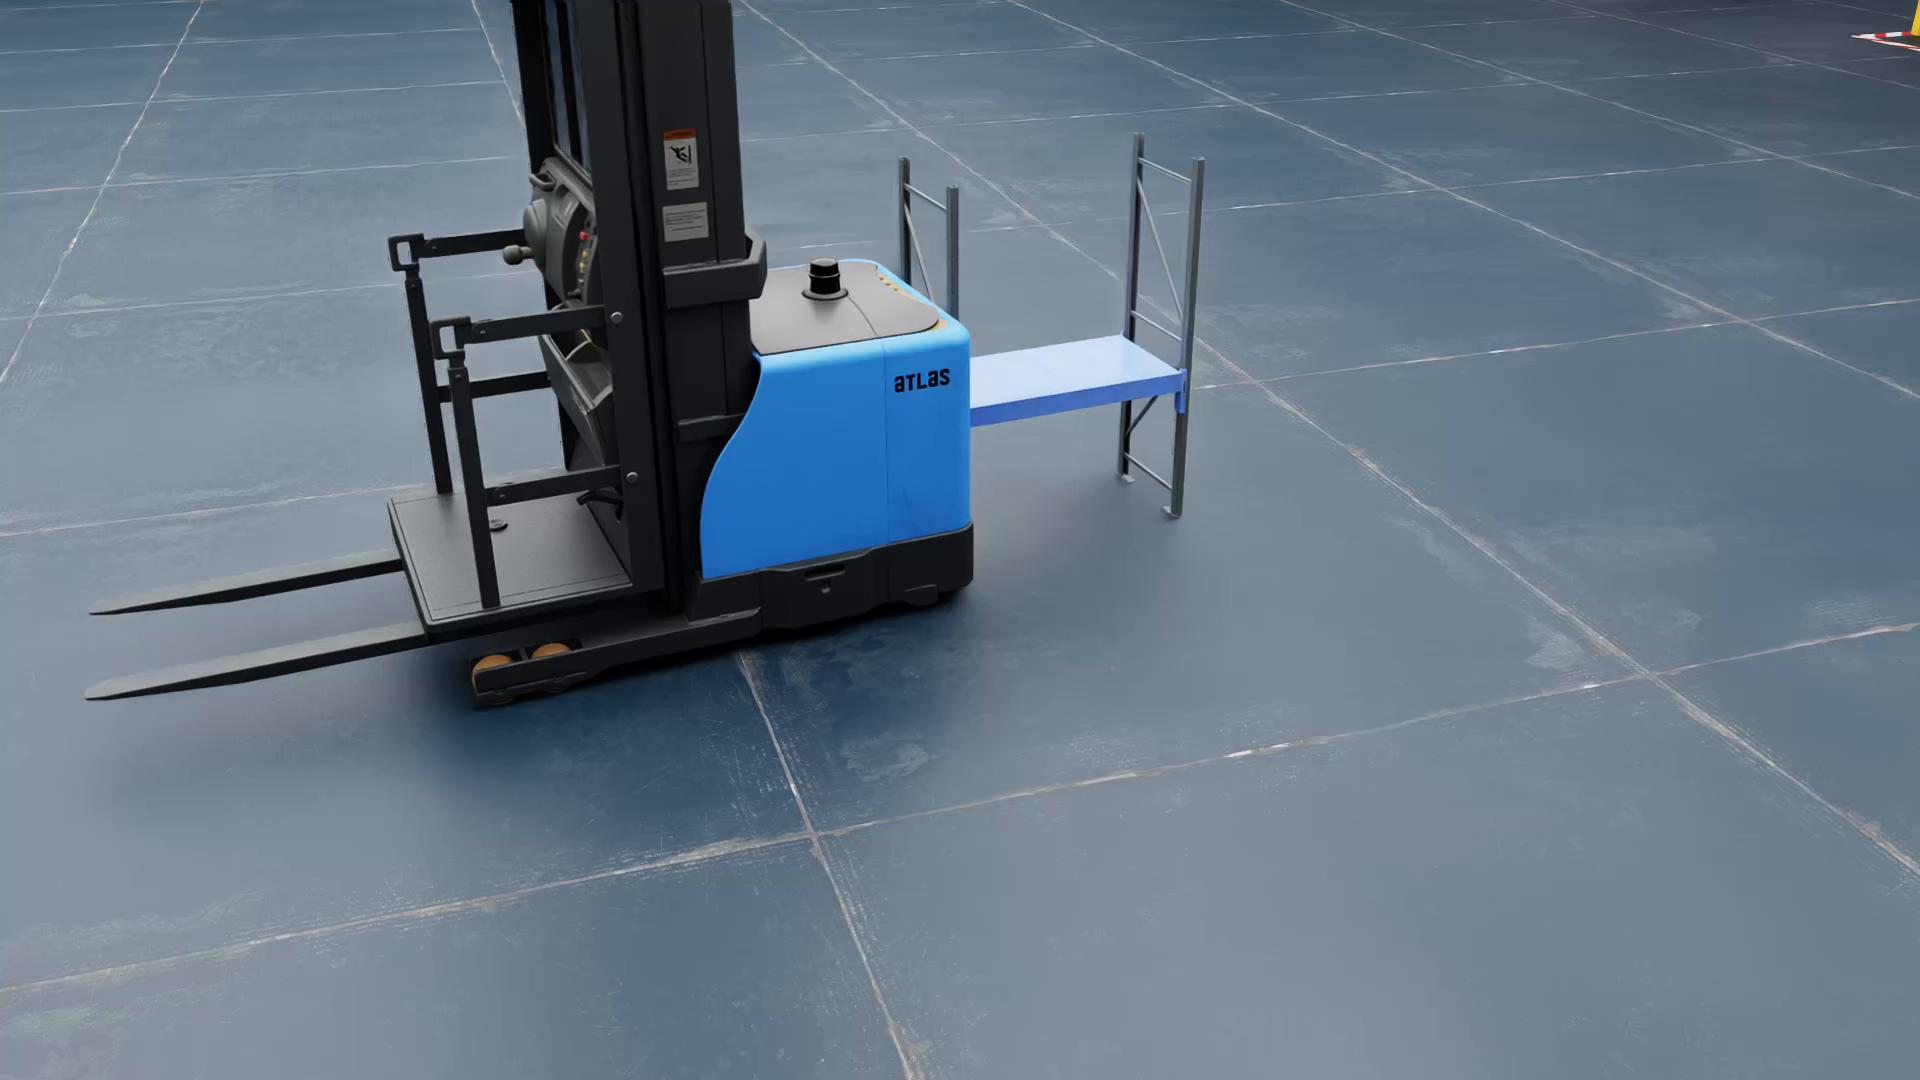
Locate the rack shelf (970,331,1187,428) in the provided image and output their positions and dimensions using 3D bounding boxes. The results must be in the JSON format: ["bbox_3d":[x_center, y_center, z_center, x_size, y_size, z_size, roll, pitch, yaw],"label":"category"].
[{"bbox_3d":[0.345,-0.610,6.697,1.000,0.185,0.538,-11,29,-21],"label":"rack shelf"}]

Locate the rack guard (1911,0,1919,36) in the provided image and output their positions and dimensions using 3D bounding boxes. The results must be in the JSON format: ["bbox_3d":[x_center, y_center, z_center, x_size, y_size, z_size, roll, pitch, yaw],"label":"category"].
[{"bbox_3d":[10.301,-5.321,16.905,0.348,0.500,1.175,-8,28,-16],"label":"rack guard"}]

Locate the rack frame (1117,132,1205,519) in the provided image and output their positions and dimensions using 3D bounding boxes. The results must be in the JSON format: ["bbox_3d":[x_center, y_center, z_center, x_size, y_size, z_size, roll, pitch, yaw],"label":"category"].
[{"bbox_3d":[0.809,-0.863,6.802,0.032,1.500,0.500,-11,29,-21],"label":"rack frame"}]

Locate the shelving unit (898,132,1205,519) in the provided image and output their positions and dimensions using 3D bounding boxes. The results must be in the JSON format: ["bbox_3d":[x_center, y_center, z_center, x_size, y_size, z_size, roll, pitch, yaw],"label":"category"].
[{"bbox_3d":[0.345,-0.771,6.617,1.048,1.500,0.538,-11,29,-21],"label":"shelving unit"}]

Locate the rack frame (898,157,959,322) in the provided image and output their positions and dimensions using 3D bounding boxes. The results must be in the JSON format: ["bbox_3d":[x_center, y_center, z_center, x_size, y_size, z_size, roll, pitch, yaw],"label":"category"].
[{"bbox_3d":[-0.119,-0.679,6.431,0.032,1.500,0.500,-11,29,-21],"label":"rack frame"}]

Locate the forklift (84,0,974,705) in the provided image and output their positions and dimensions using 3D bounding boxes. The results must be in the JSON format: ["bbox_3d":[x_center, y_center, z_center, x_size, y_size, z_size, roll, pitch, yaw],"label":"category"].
[{"bbox_3d":[-1.511,-1.022,5.512,3.031,2.935,1.130,-11,29,-21],"label":"forklift"}]
